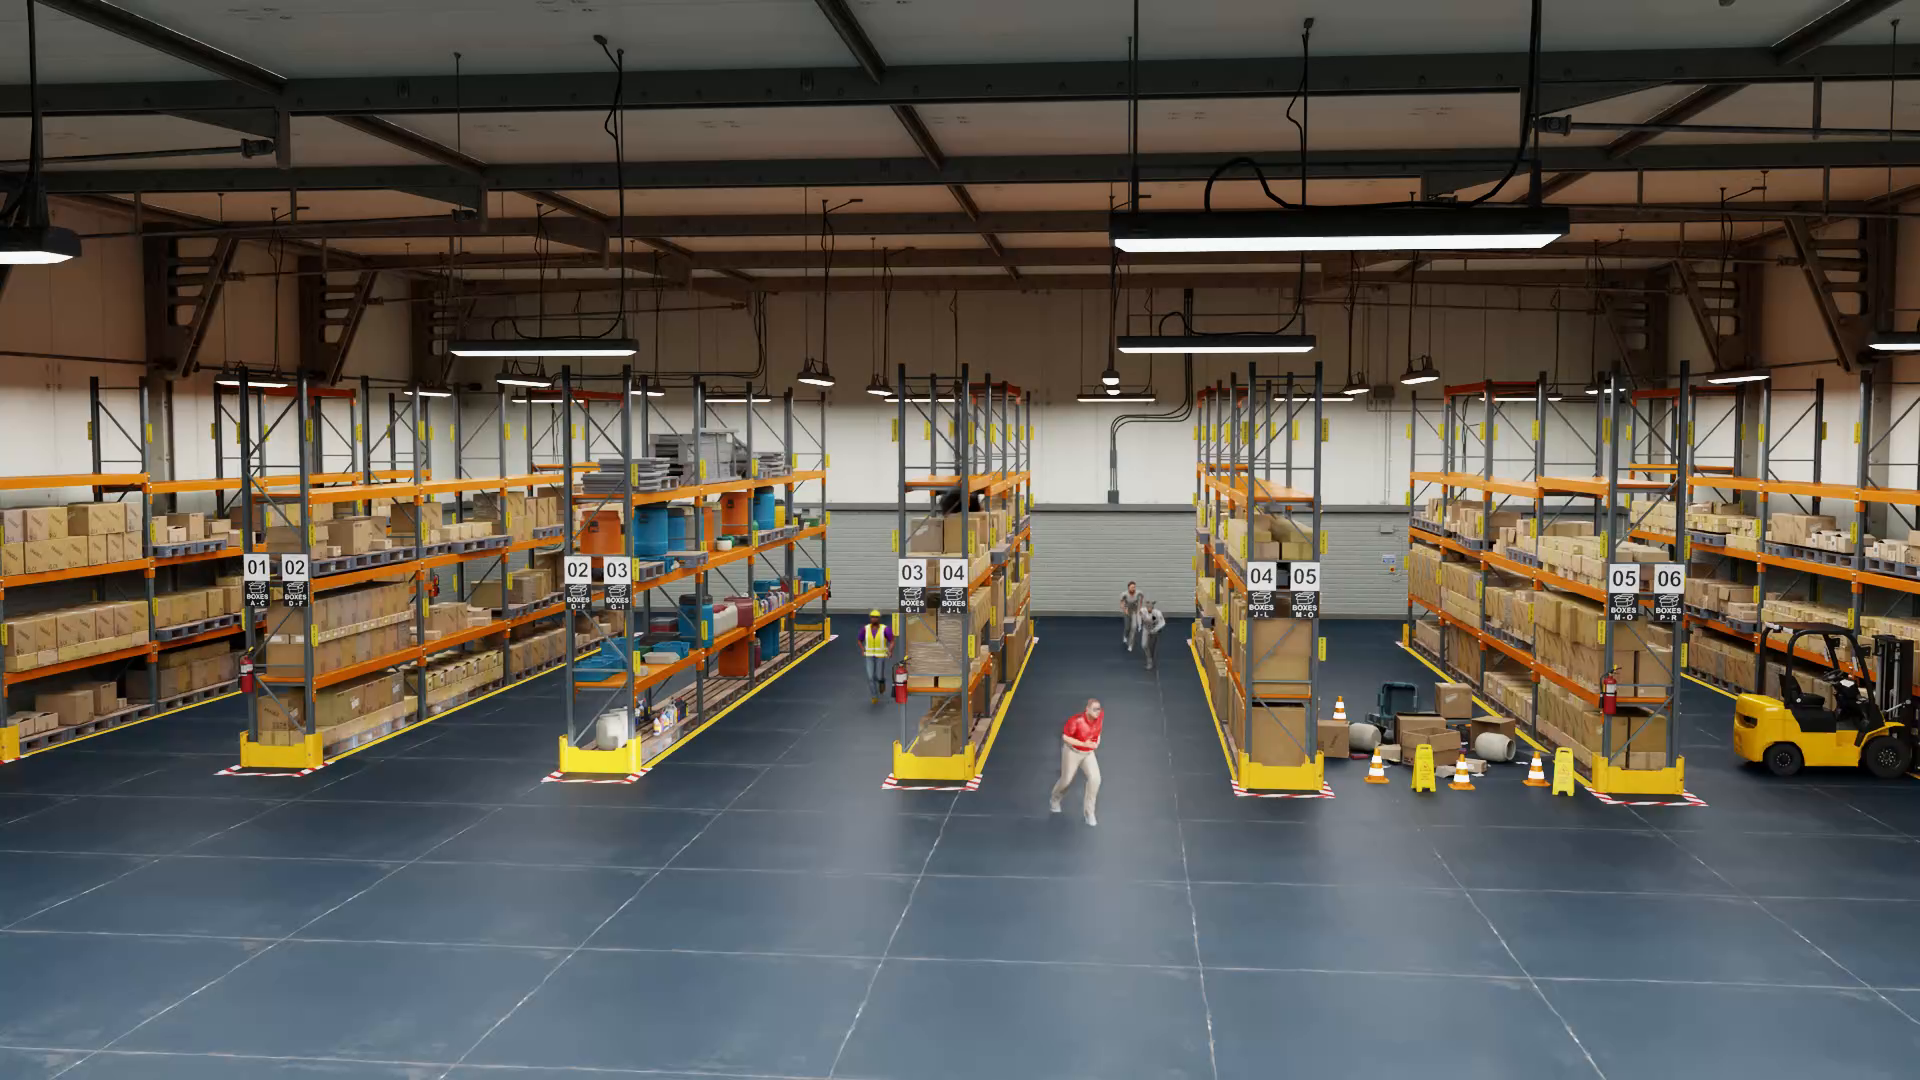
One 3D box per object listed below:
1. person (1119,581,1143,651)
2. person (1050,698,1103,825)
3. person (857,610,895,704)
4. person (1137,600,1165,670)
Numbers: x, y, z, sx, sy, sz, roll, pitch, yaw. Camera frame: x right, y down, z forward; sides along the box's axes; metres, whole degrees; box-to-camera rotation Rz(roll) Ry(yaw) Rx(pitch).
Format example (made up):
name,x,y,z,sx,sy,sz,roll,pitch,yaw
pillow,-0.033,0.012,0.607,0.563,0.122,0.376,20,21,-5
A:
name,x,y,z,sx,sy,sz,roll,pitch,yaw
person,3.941,1.741,38.665,0.572,1.624,0.990,0,4,-7
person,1.520,2.842,21.534,0.707,1.695,1.018,-2,4,-32
person,-1.577,2.162,30.968,0.702,1.726,0.562,0,4,5
person,4.107,1.995,35.574,0.623,1.508,1.040,1,4,15
